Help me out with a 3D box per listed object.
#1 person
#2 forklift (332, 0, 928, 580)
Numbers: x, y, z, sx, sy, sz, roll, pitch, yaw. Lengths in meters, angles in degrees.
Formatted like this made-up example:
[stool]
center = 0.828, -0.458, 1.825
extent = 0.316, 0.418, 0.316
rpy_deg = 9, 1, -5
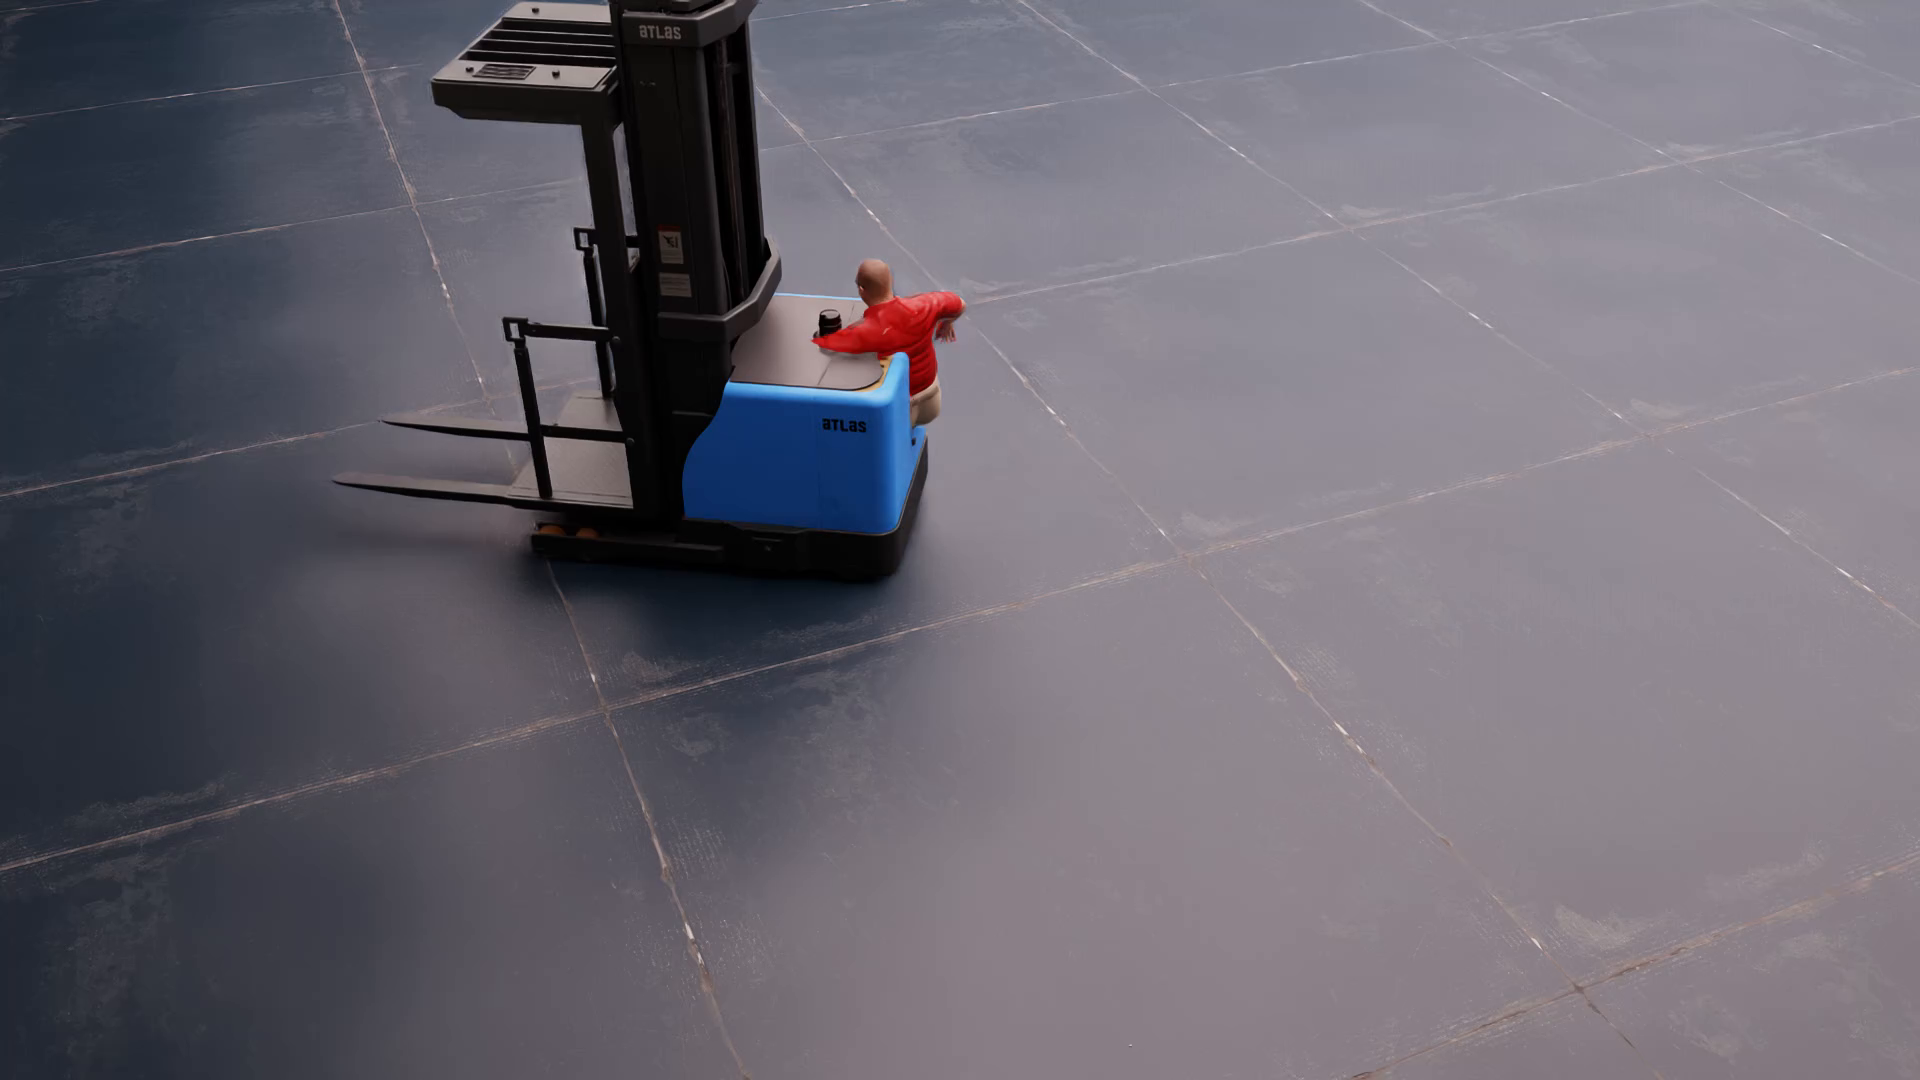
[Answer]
[person]
center = -0.441, -0.836, 8.562
extent = 0.950, 1.541, 0.788
rpy_deg = -25, 42, -31
[forklift]
center = -1.735, -1.384, 8.045
extent = 3.031, 2.935, 1.130
rpy_deg = 5, 36, 7
